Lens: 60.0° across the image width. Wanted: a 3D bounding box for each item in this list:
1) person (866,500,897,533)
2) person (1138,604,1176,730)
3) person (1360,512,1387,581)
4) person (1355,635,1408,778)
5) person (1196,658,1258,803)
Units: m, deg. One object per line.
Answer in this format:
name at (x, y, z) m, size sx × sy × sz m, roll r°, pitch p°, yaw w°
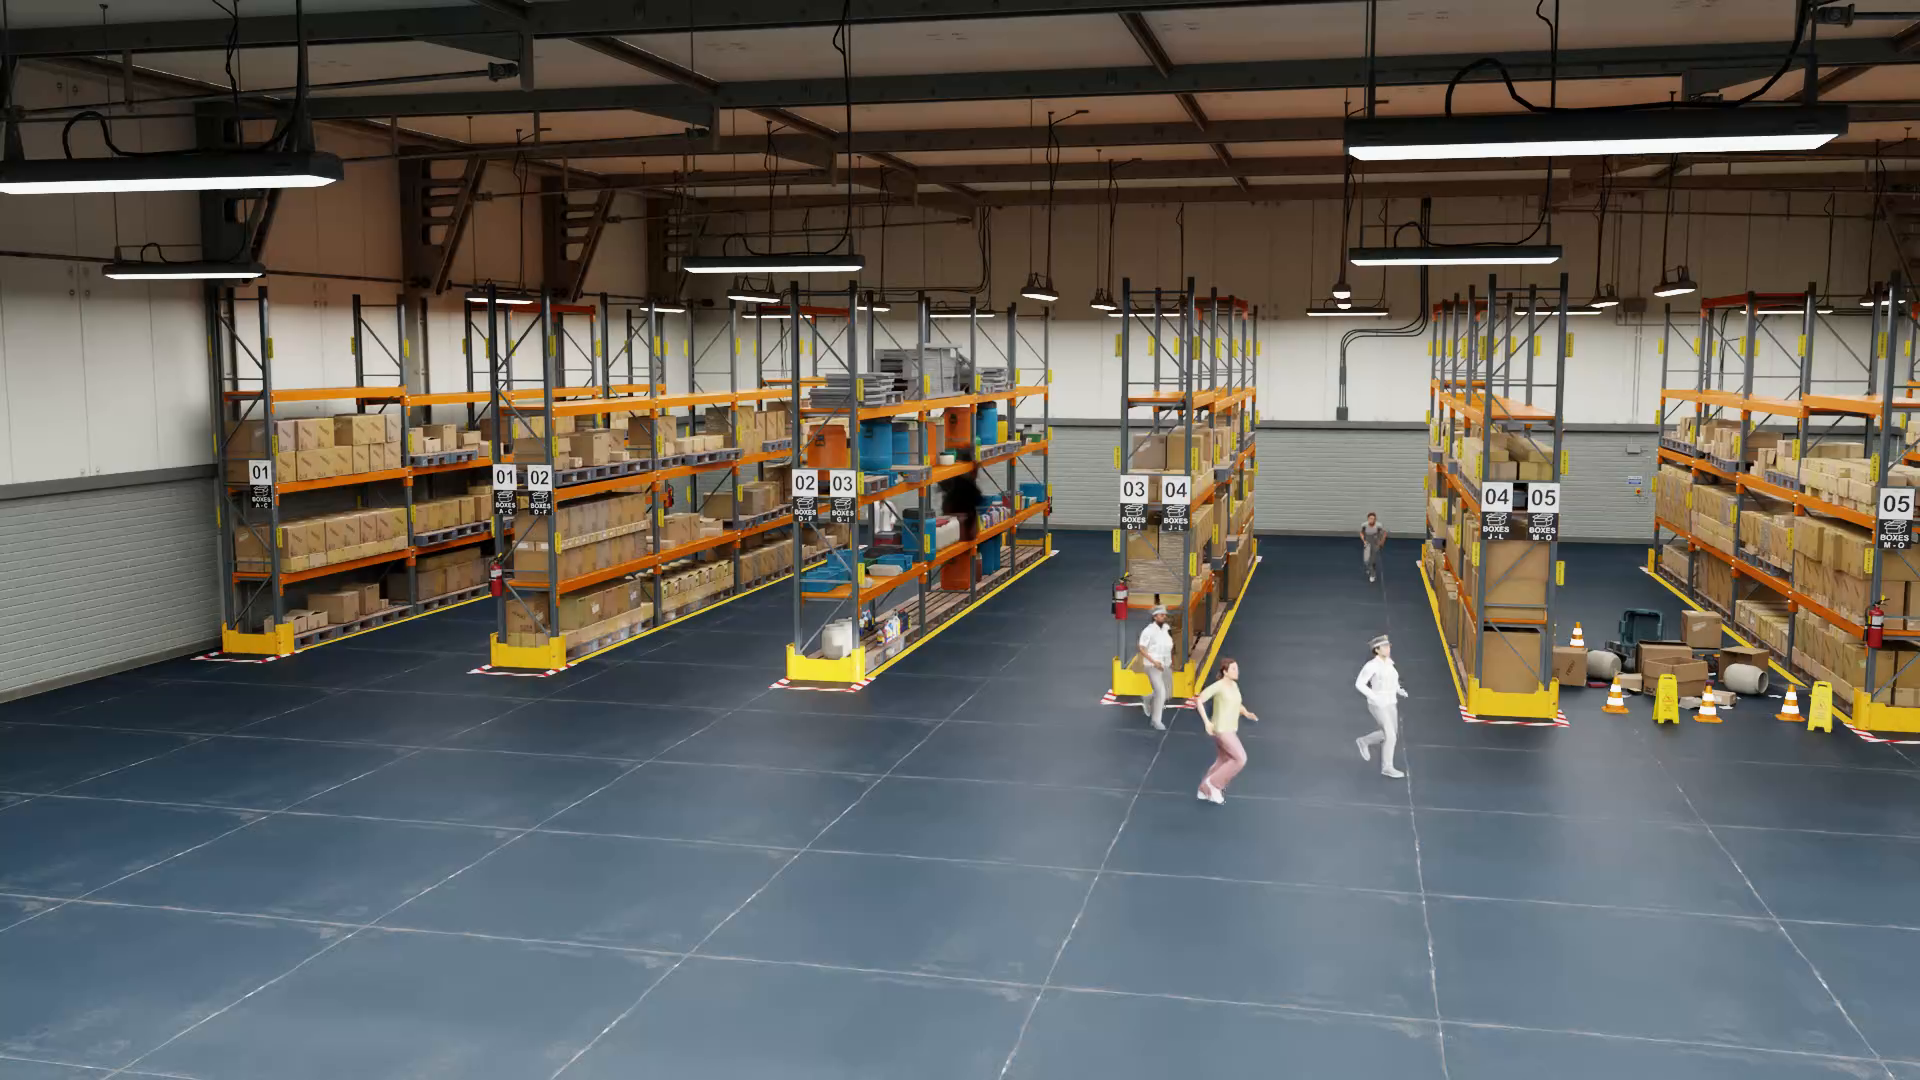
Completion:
person at (-1.815, -0.257, 38.239) m, size 0.712 × 1.750 × 0.652 m, roll 0°, pitch 7°, yaw 0°
person at (2.605, 1.662, 22.094) m, size 0.611 × 1.667 × 0.566 m, roll -5°, pitch 8°, yaw -37°
person at (8.963, 0.130, 36.060) m, size 0.561 × 1.528 × 0.878 m, roll 2°, pitch 7°, yaw 18°
person at (4.947, 1.930, 19.624) m, size 0.623 × 1.656 × 0.735 m, roll -5°, pitch 8°, yaw -39°
person at (2.919, 2.093, 18.206) m, size 0.688 × 1.626 × 0.551 m, roll 5°, pitch 8°, yaw 35°
